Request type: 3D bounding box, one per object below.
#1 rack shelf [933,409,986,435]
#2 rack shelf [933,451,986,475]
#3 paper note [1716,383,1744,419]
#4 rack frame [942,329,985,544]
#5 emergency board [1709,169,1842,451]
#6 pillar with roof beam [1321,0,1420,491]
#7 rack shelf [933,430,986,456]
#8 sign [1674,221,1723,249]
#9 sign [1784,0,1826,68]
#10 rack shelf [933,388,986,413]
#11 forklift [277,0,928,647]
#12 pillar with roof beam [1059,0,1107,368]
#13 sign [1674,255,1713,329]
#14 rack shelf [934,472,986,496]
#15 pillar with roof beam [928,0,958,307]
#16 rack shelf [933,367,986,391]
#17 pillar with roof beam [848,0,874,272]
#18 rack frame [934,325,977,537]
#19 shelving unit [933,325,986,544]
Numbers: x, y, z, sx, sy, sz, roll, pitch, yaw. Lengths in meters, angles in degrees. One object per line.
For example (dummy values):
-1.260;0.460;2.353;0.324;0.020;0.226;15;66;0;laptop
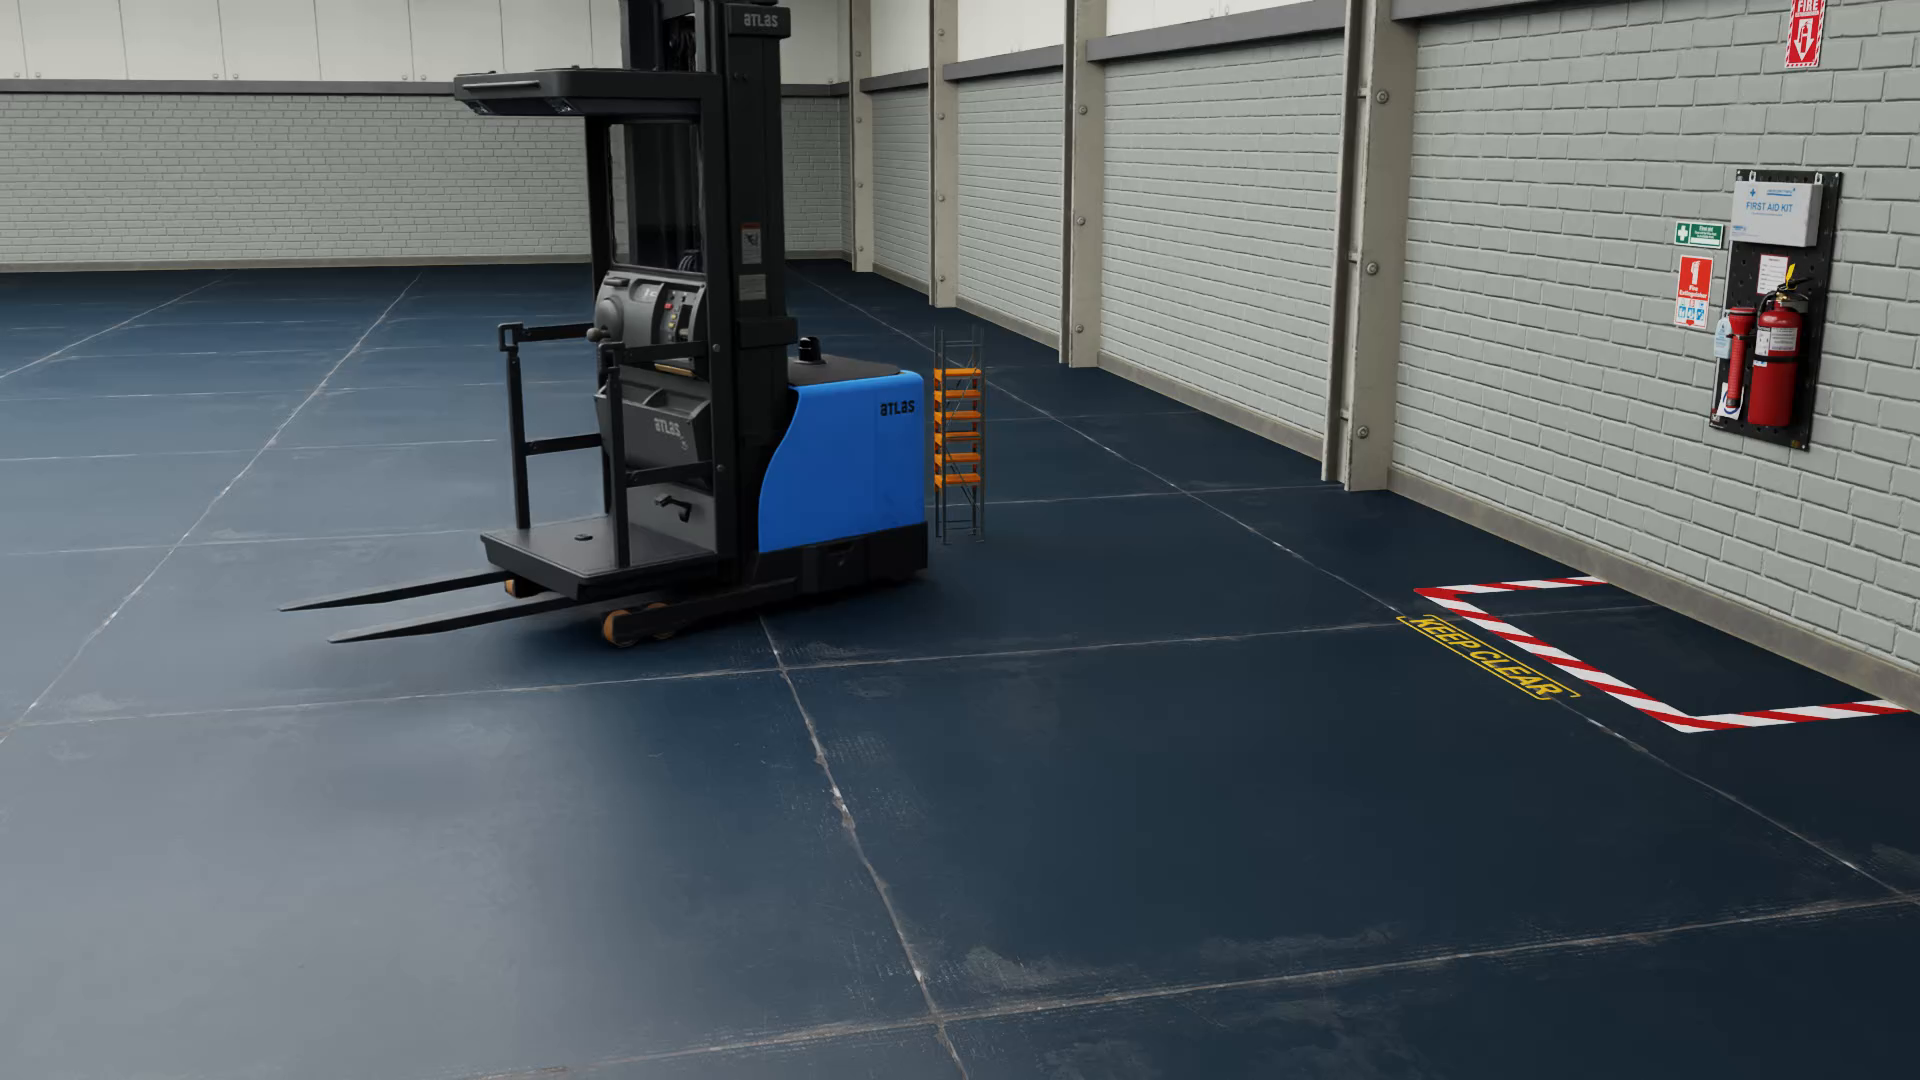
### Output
-0.003;-0.660;9.280;0.258;0.103;0.180;-3;14;-13;rack shelf
-0.003;-0.426;9.337;0.258;0.103;0.180;-3;14;-13;rack shelf
3.494;-0.631;7.545;0.016;0.148;0.142;-3;14;-13;paper note
0.018;-0.565;9.212;0.240;1.200;0.006;-3;14;-13;rack frame
3.469;-1.014;7.257;0.194;1.169;0.643;-3;14;-13;emergency board
-1.582;-4.500;8.886;9.100;9.000;0.400;-3;14;-13;pillar with roof beam
-0.003;-0.543;9.309;0.258;0.103;0.180;-3;14;-13;rack shelf
3.431;-1.421;7.729;0.001;0.109;0.331;-3;14;-13;sign
3.564;-2.148;7.012;0.001;0.298;0.199;-3;14;-13;sign
-0.003;-0.776;9.252;0.258;0.103;0.180;-3;14;-13;rack shelf
-1.619;-1.083;7.684;3.031;2.935;1.130;-11;18;-39;forklift
-2.991;-5.884;14.552;9.100;9.000;0.400;-3;14;-13;pillar with roof beam
3.439;-1.165;7.799;0.001;0.329;0.234;-3;14;-13;sign
-0.003;-0.310;9.366;0.258;0.103;0.180;-3;14;-13;rack shelf
-4.400;-7.269;20.217;9.100;9.000;0.400;-3;14;-13;pillar with roof beam
-0.003;-0.893;9.223;0.258;0.103;0.180;-3;14;-13;rack shelf
-5.809;-8.653;25.883;9.100;9.000;0.400;-3;14;-13;pillar with roof beam
-0.025;-0.607;9.385;0.240;1.200;0.006;-3;14;-13;rack frame
-0.003;-0.586;9.298;0.258;1.200;0.189;-3;14;-13;shelving unit
